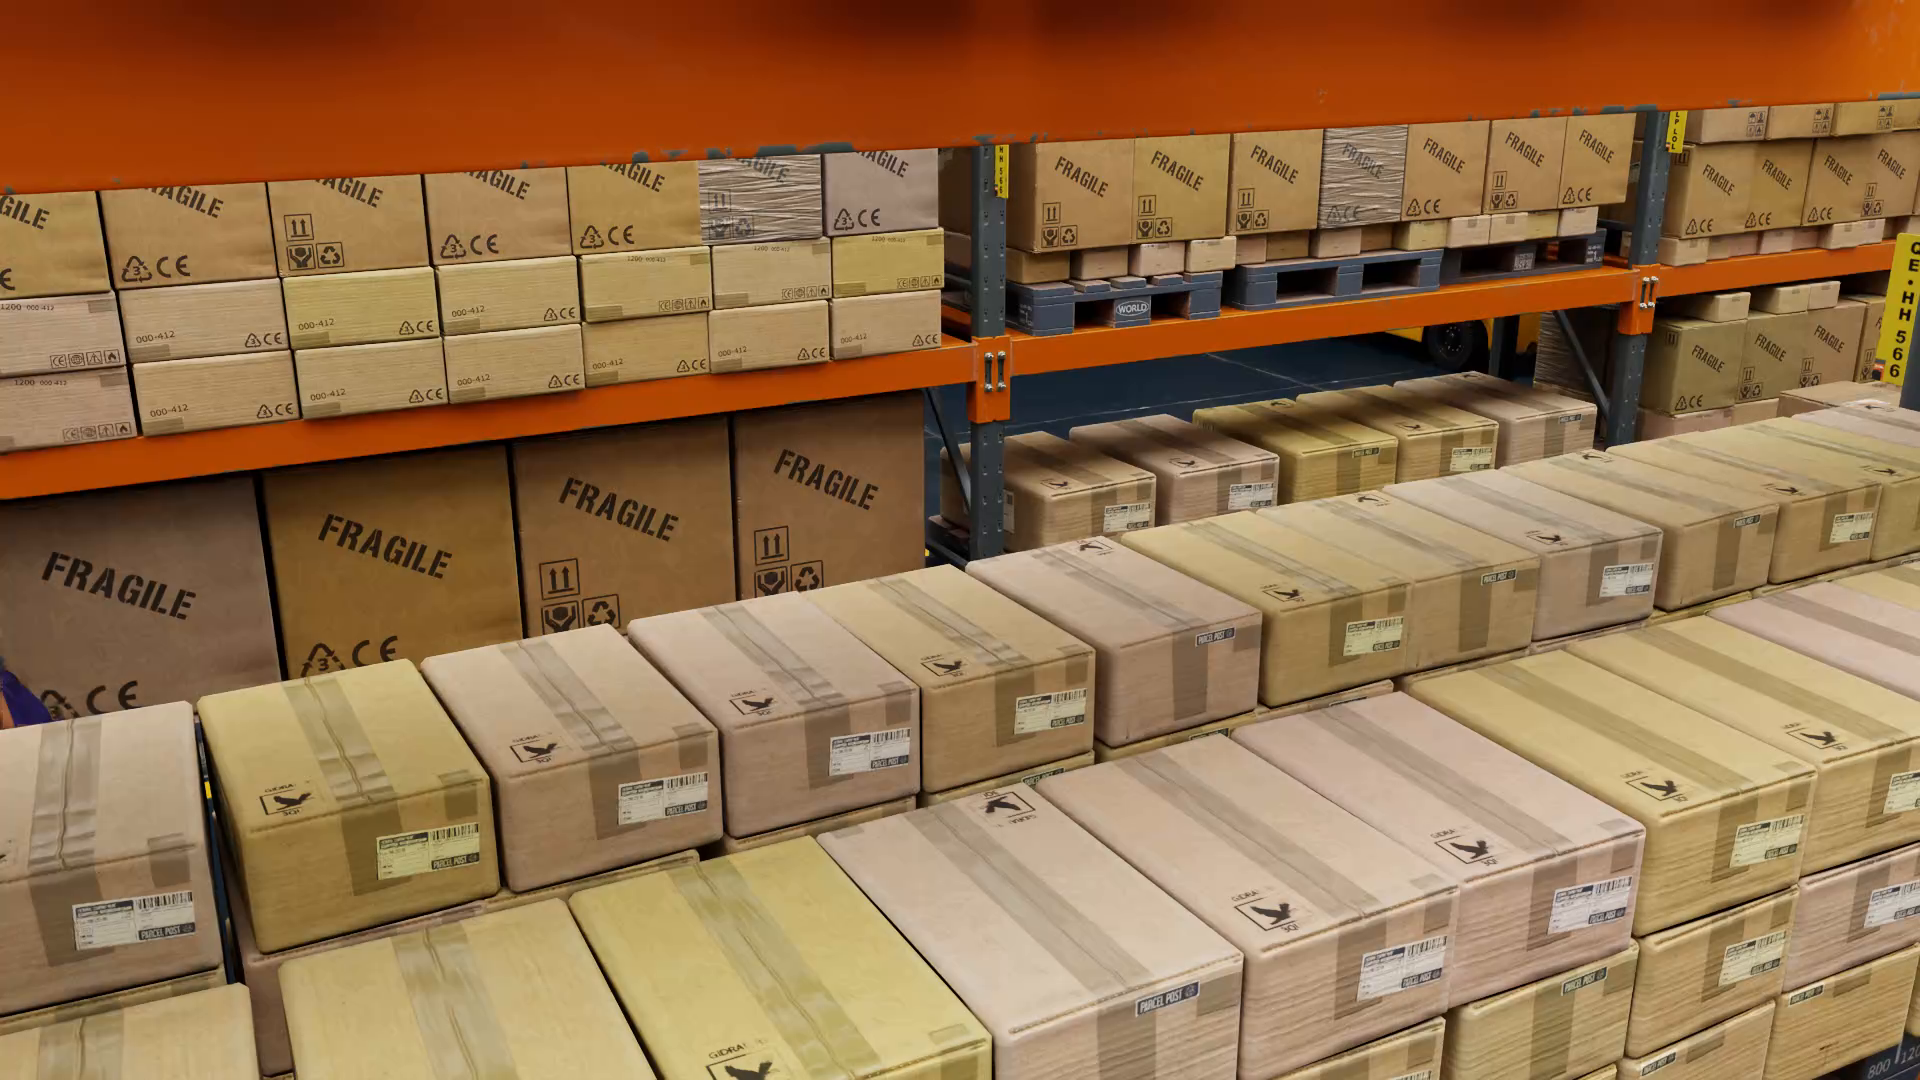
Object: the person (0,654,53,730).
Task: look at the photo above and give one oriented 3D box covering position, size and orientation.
[{"bbox_3d":[-2.698,0.553,4.435,1.030,1.563,0.496,-6,20,-17],"label":"person"}]
